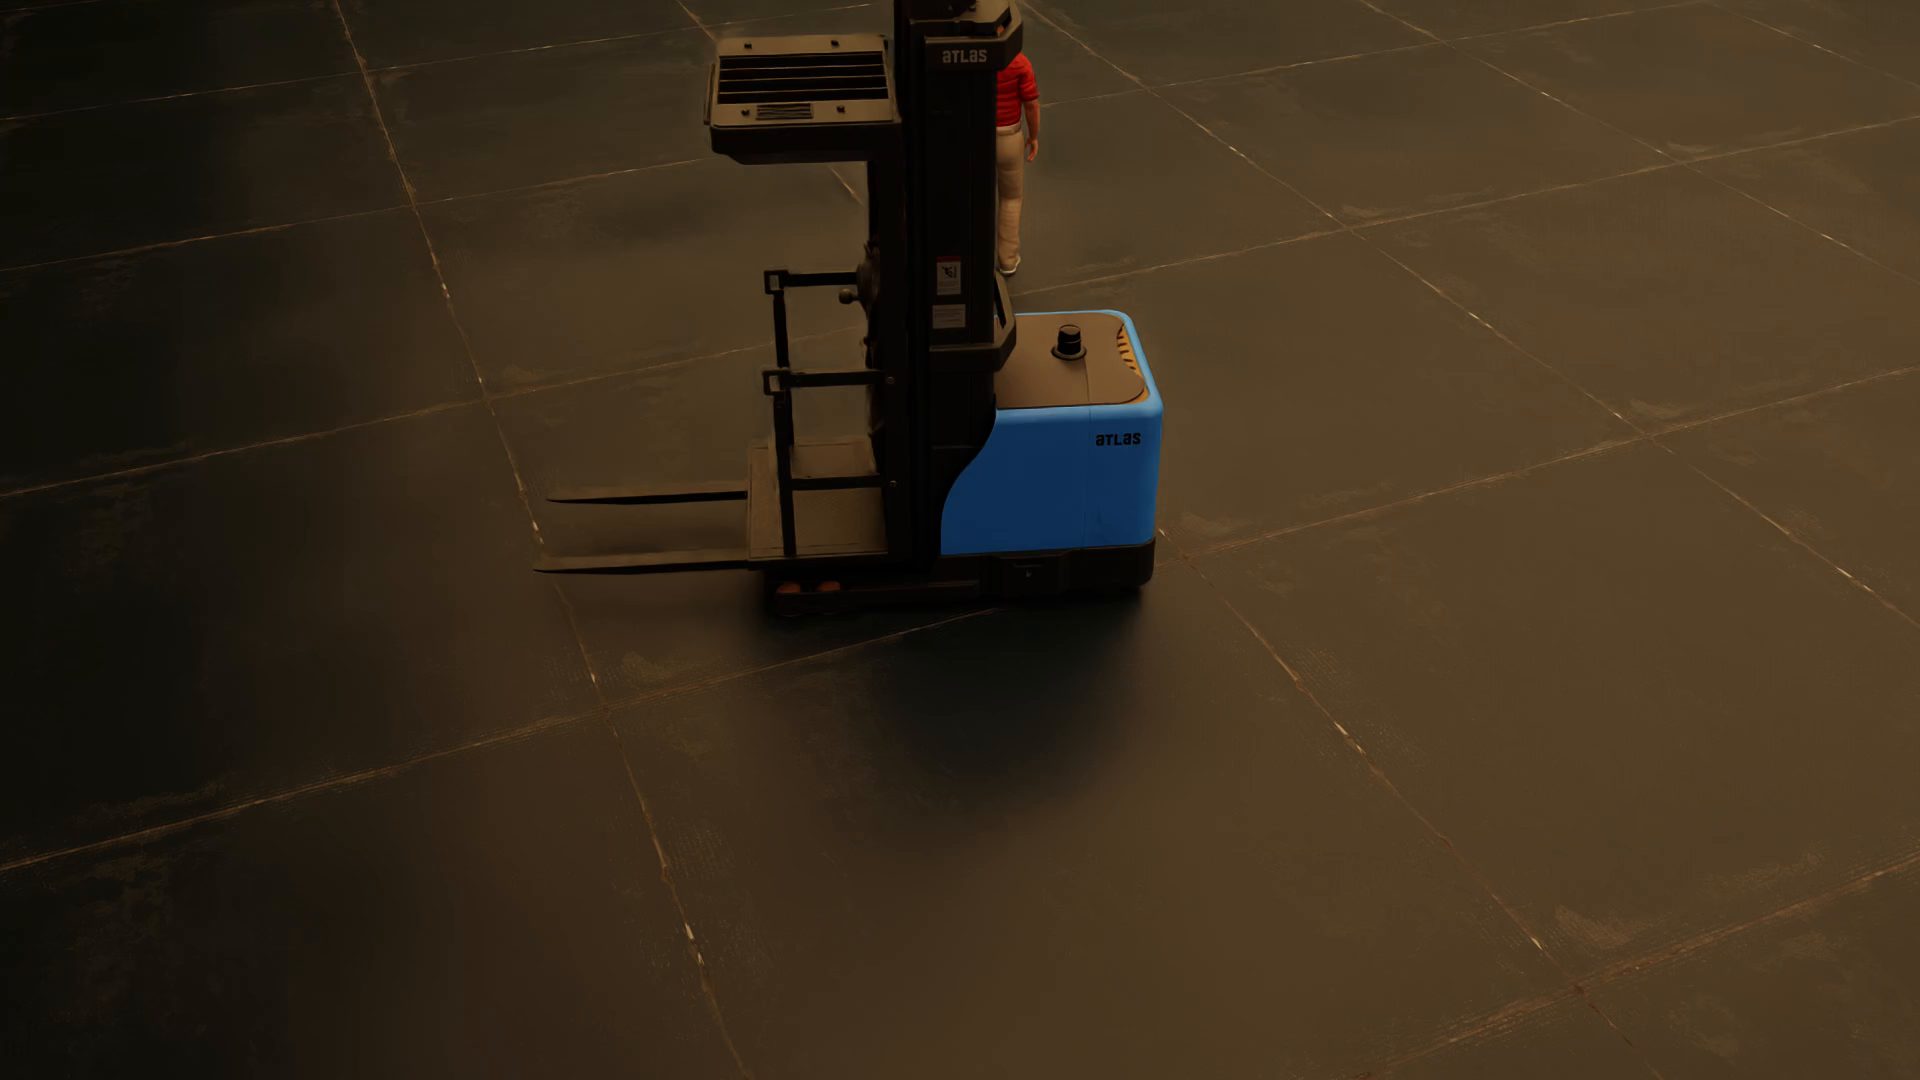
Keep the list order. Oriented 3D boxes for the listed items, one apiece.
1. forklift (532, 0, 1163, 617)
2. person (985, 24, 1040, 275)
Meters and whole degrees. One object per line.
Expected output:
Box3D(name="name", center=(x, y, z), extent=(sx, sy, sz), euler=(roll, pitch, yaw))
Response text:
Box3D(name="forklift", center=(-0.590, -1.140, 7.701), extent=(3.031, 2.935, 1.130), euler=(-3, 36, -4))
Box3D(name="person", center=(0.213, -2.592, 10.821), extent=(0.613, 1.754, 0.495), euler=(3, 36, 5))
